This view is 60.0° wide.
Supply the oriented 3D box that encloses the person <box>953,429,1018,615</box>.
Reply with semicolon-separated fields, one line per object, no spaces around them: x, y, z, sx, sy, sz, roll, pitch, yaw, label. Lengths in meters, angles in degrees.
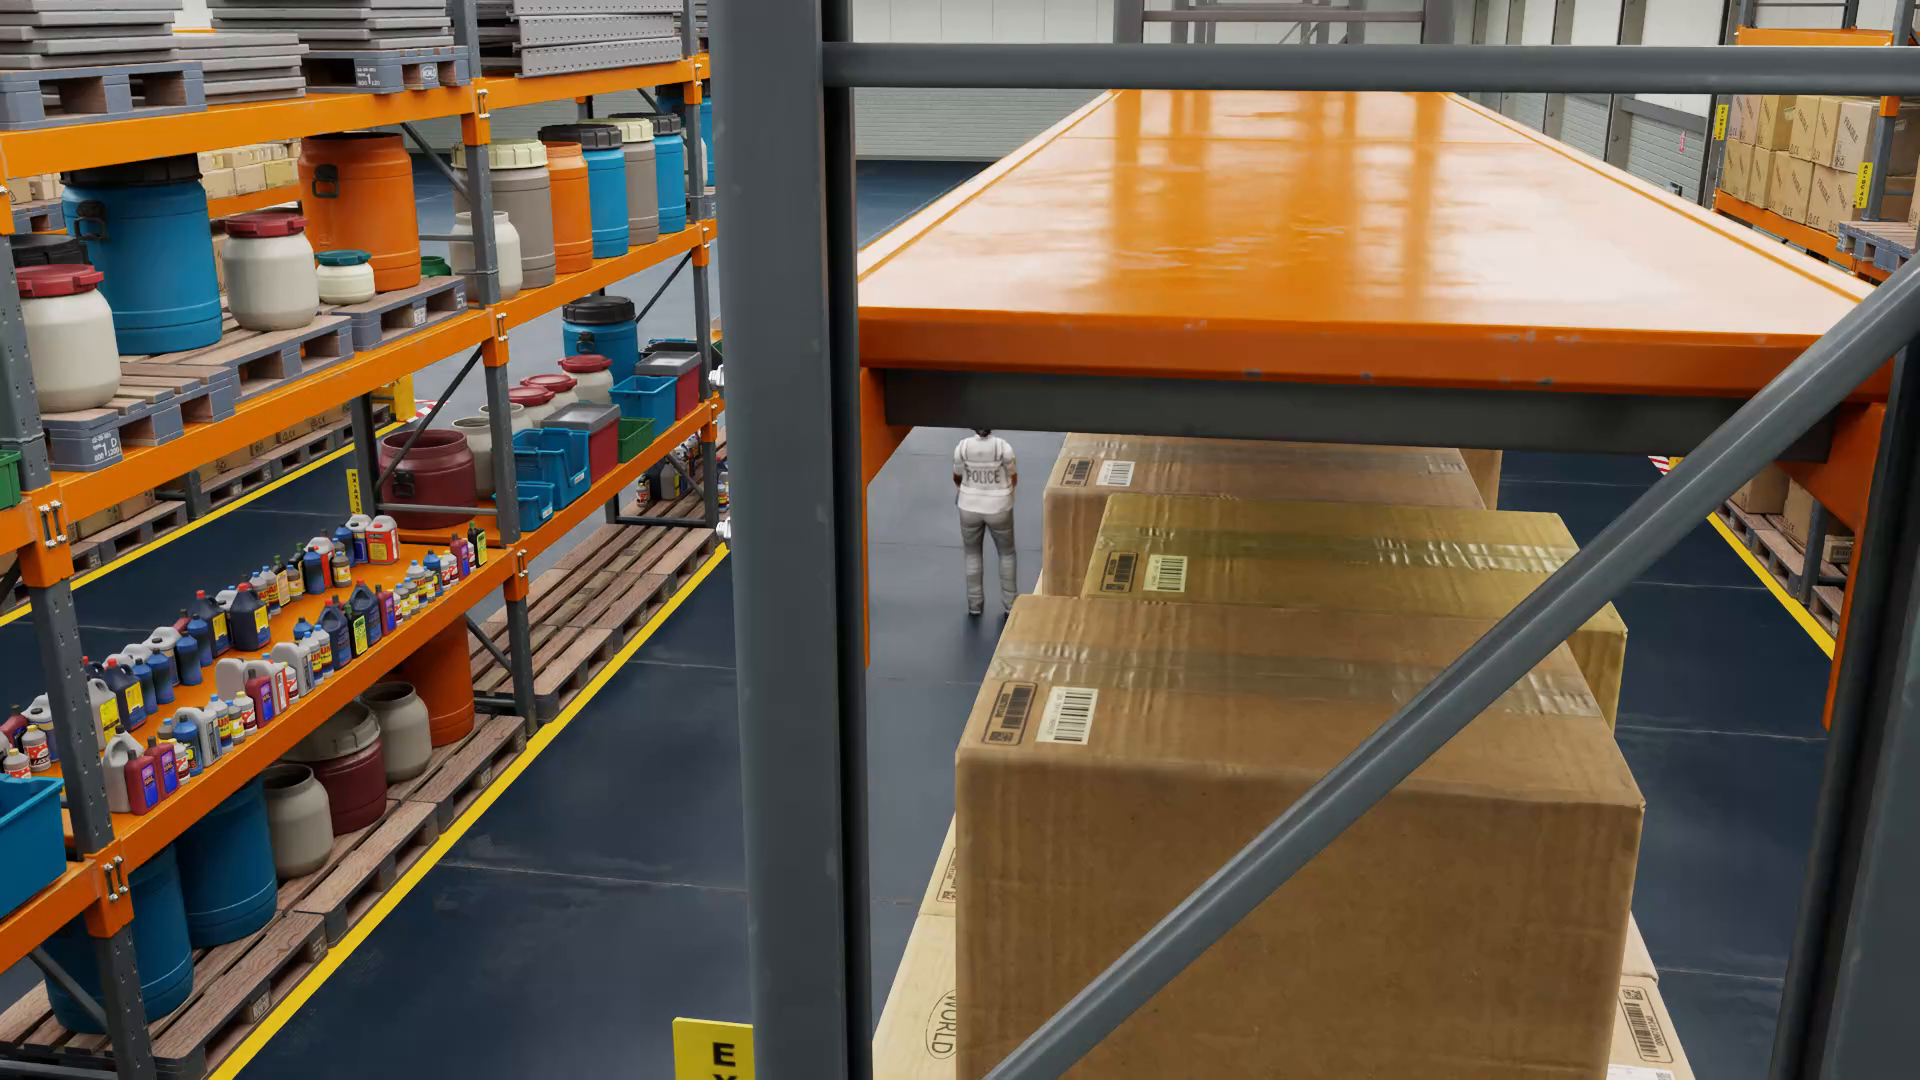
0.218;-0.239;12.773;0.536;1.671;0.457;3;18;9;person
